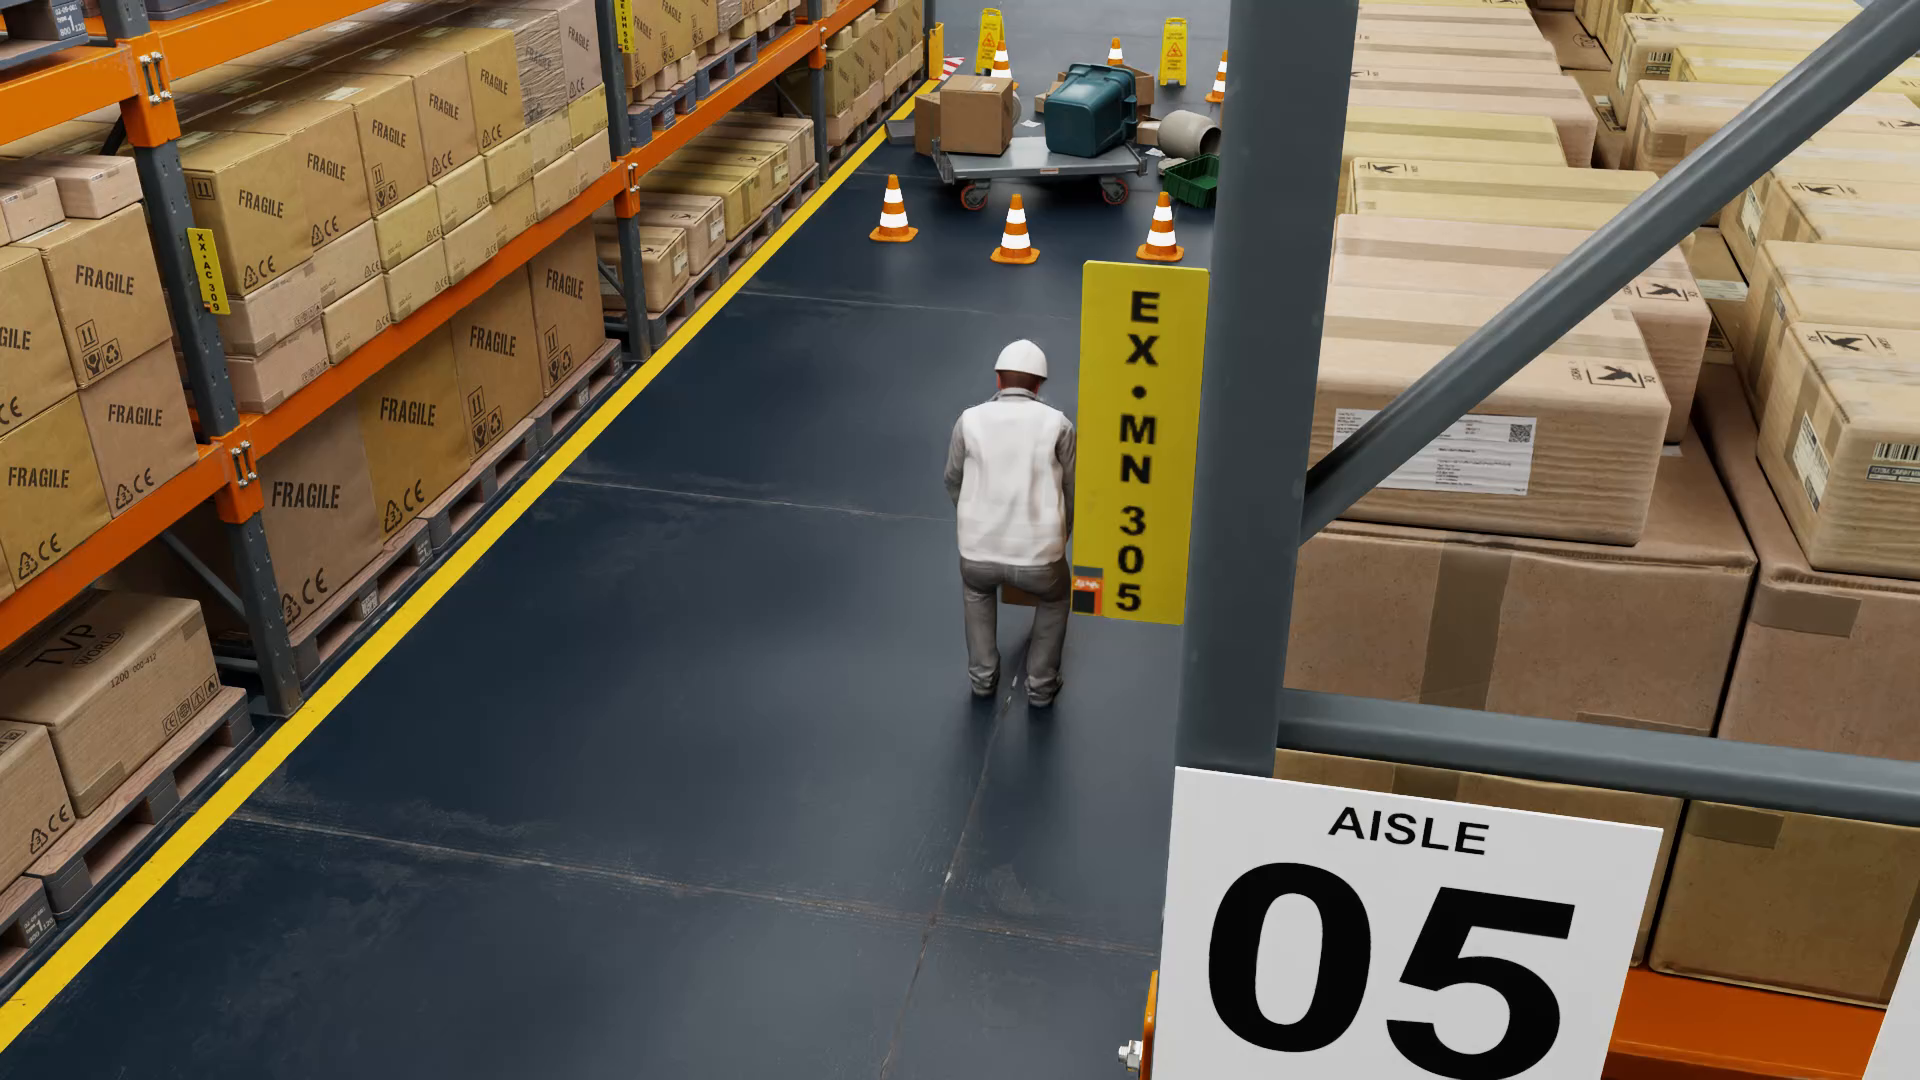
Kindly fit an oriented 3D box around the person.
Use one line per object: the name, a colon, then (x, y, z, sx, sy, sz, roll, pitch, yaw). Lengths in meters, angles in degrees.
person: (0.210, -0.042, 6.959, 0.590, 1.507, 0.713, 6, 29, 11)
